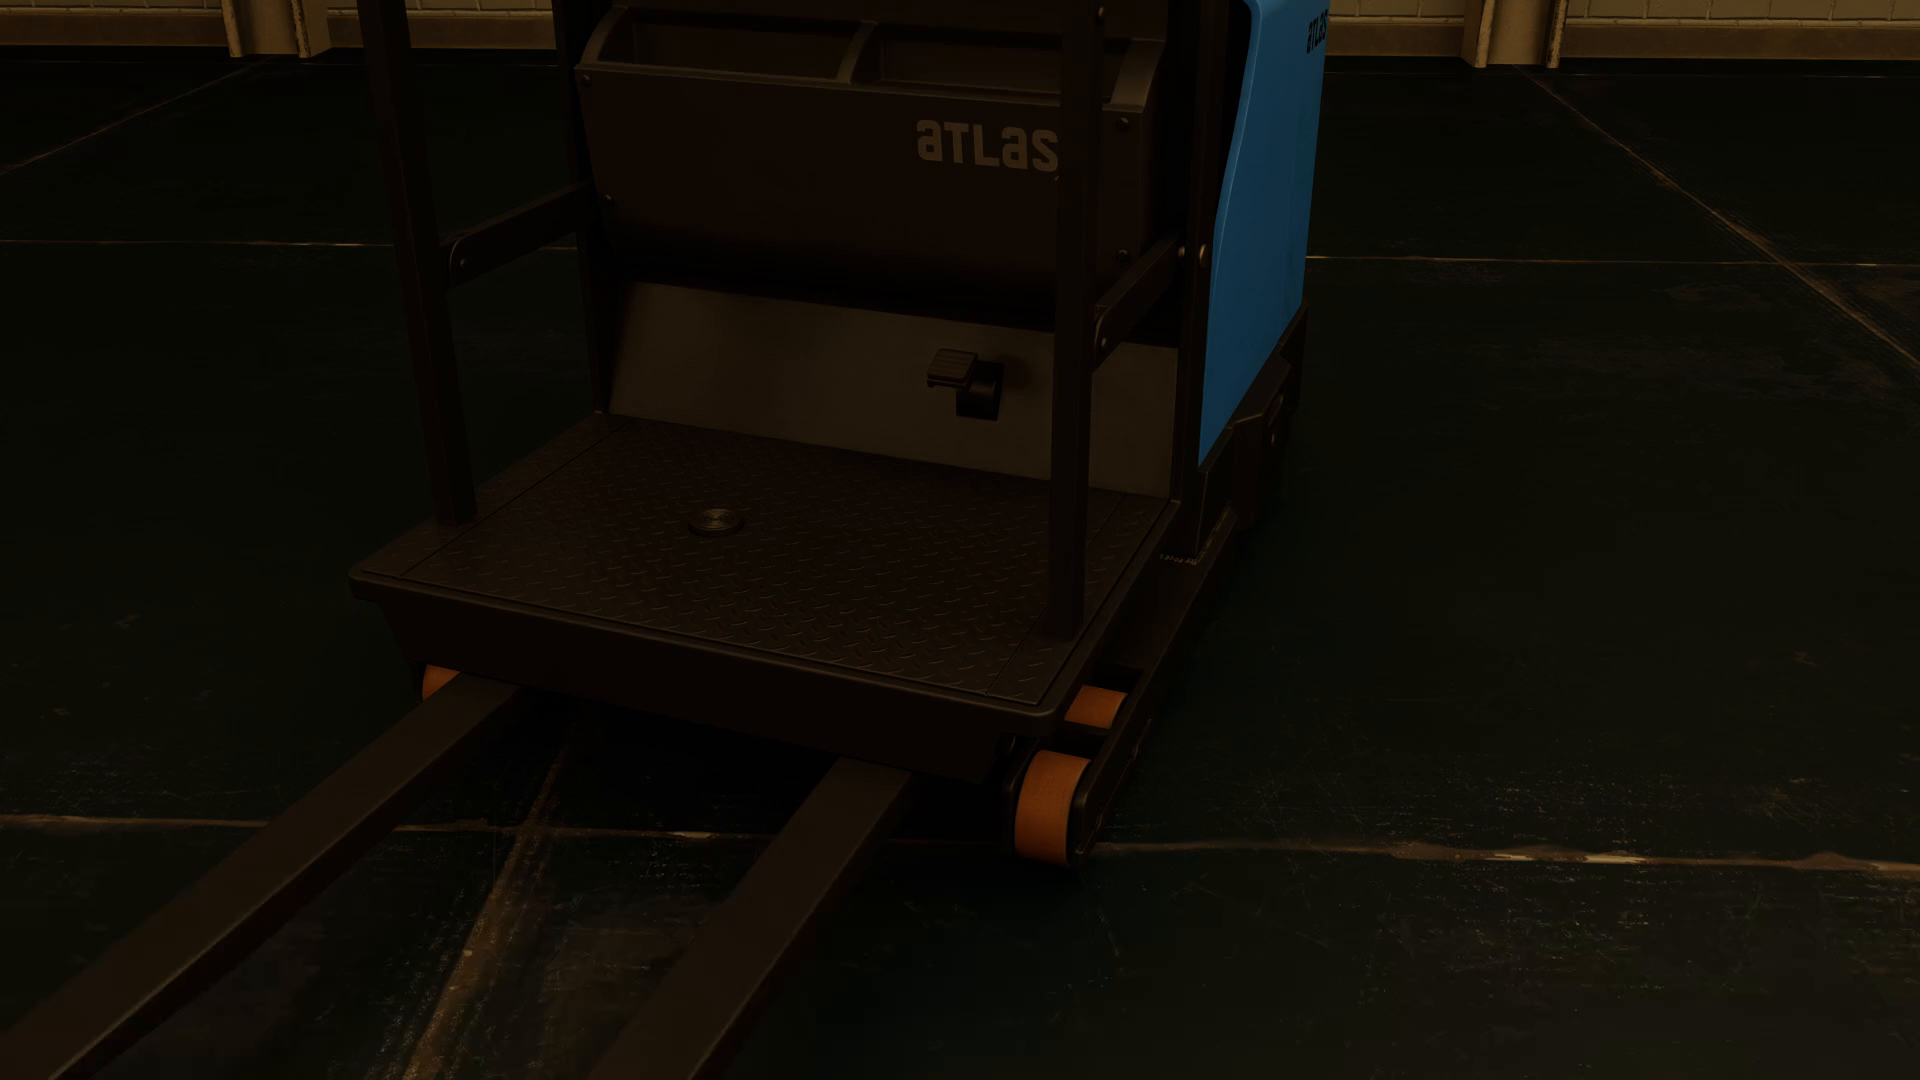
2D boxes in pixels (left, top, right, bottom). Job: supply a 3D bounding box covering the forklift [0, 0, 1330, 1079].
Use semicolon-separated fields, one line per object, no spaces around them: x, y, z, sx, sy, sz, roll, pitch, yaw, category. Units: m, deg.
-0.225;-1.054;2.157;1.130;2.935;3.031;10;28;19;forklift
